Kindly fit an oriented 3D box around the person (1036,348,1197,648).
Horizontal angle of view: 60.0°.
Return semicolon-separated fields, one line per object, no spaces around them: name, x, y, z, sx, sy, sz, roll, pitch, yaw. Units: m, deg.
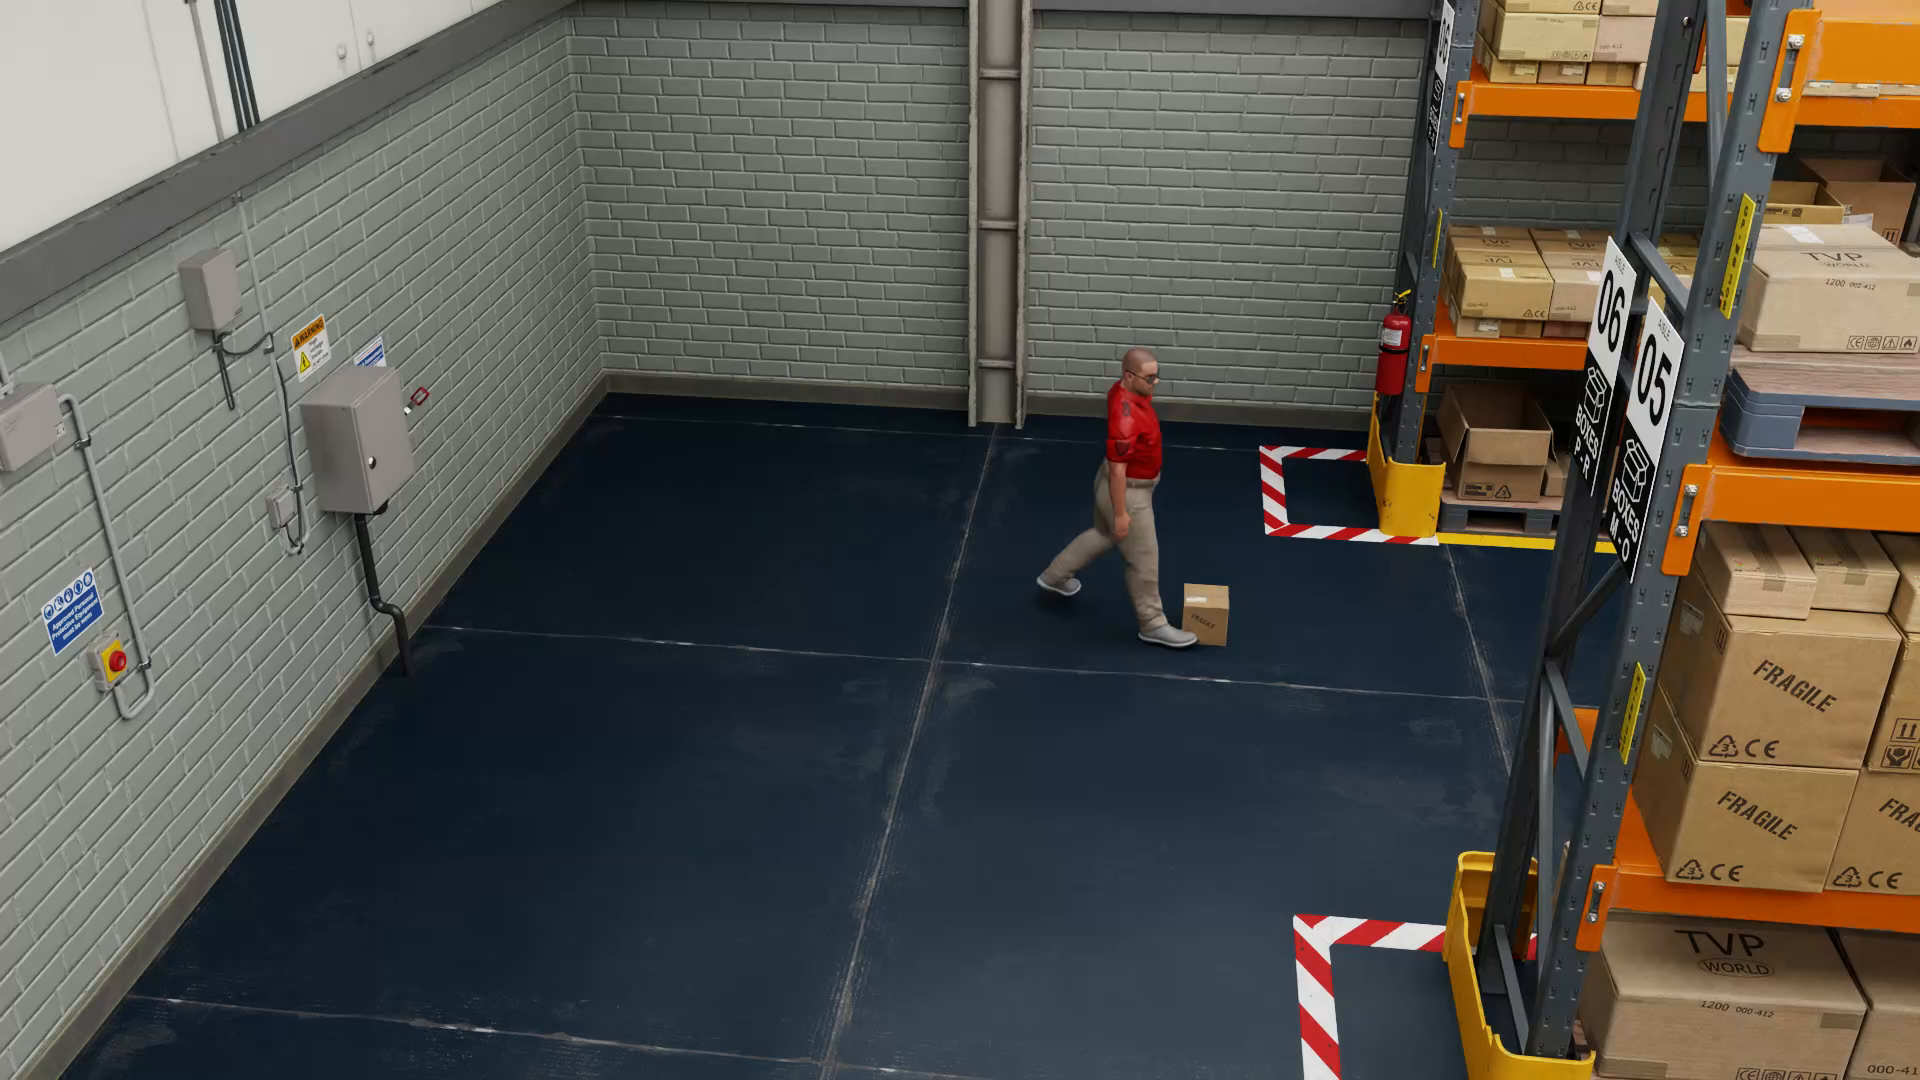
person;0.886;-0.284;9.153;0.898;1.706;0.647;1;28;1
